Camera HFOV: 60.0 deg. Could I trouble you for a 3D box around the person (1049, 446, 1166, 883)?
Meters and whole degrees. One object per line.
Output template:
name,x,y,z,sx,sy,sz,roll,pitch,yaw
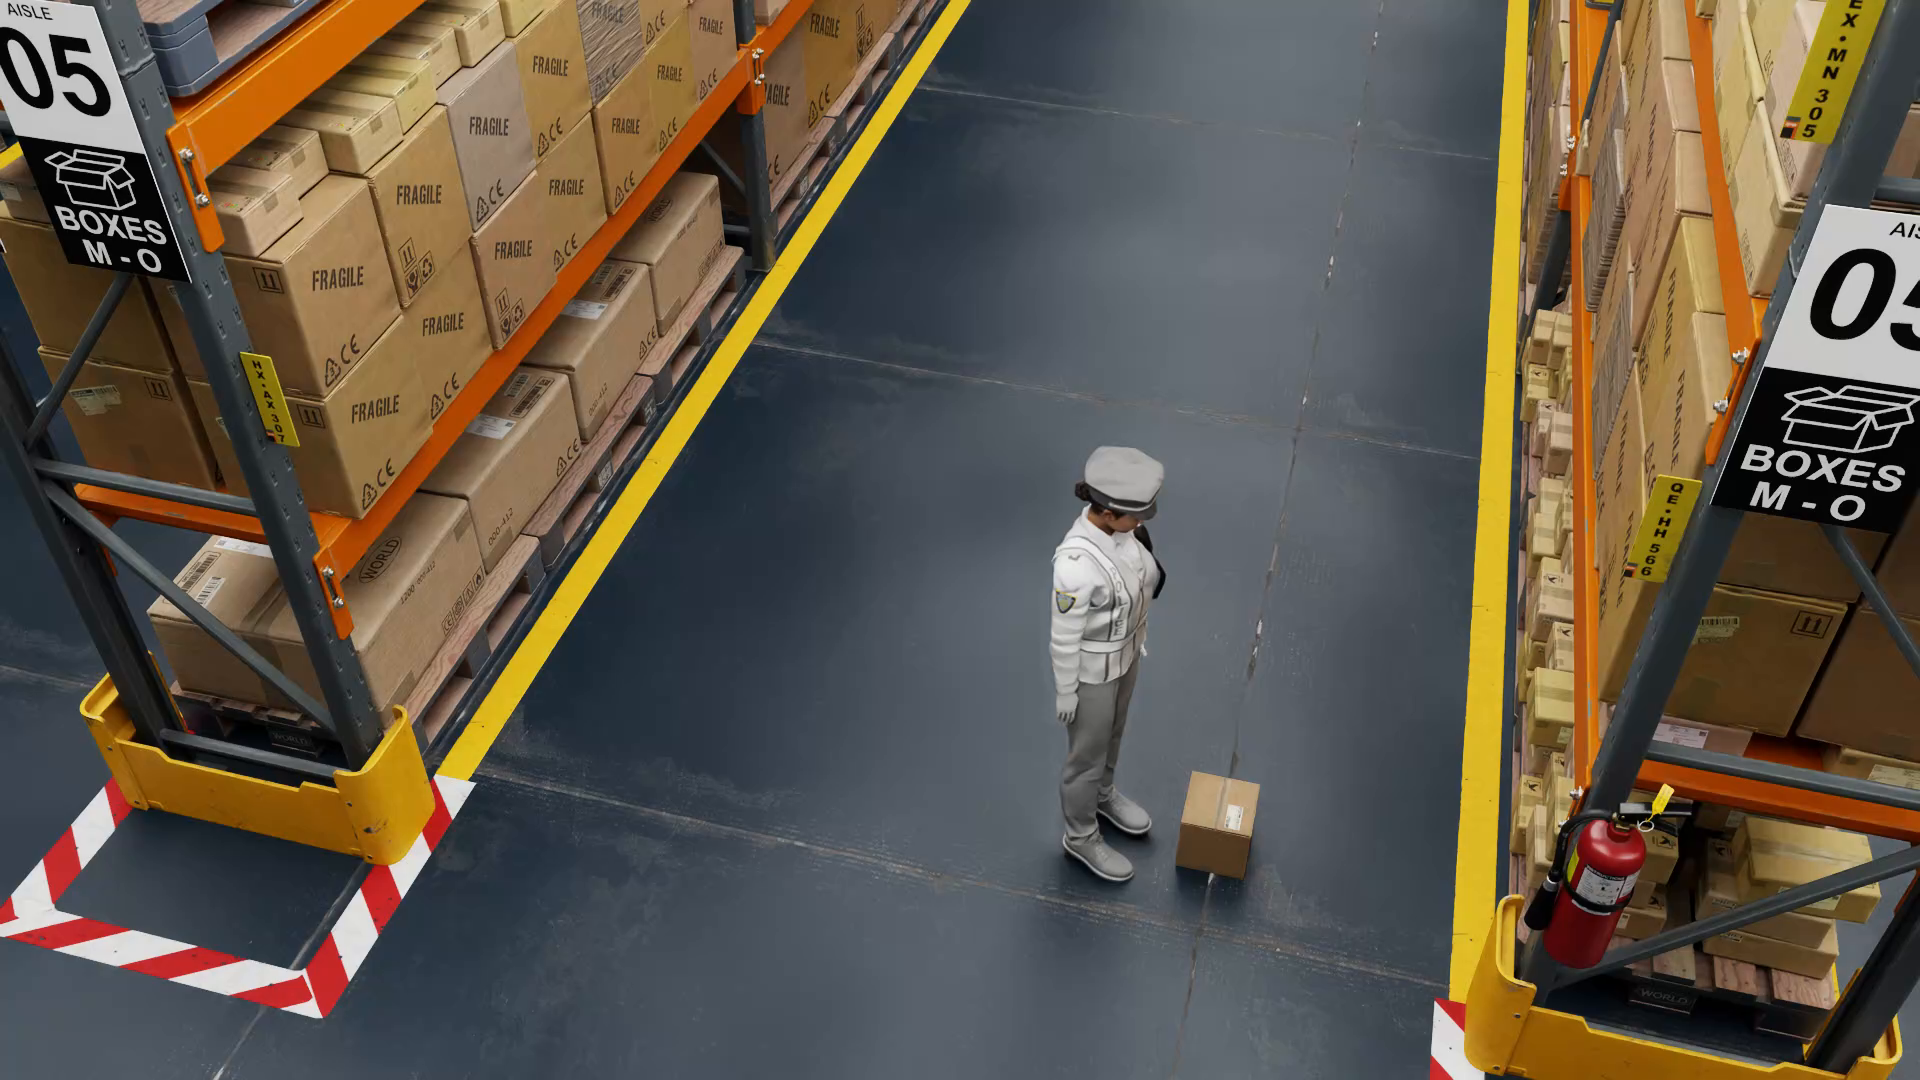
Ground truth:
person,0.521,0.416,5.657,0.418,1.680,0.500,18,44,19
